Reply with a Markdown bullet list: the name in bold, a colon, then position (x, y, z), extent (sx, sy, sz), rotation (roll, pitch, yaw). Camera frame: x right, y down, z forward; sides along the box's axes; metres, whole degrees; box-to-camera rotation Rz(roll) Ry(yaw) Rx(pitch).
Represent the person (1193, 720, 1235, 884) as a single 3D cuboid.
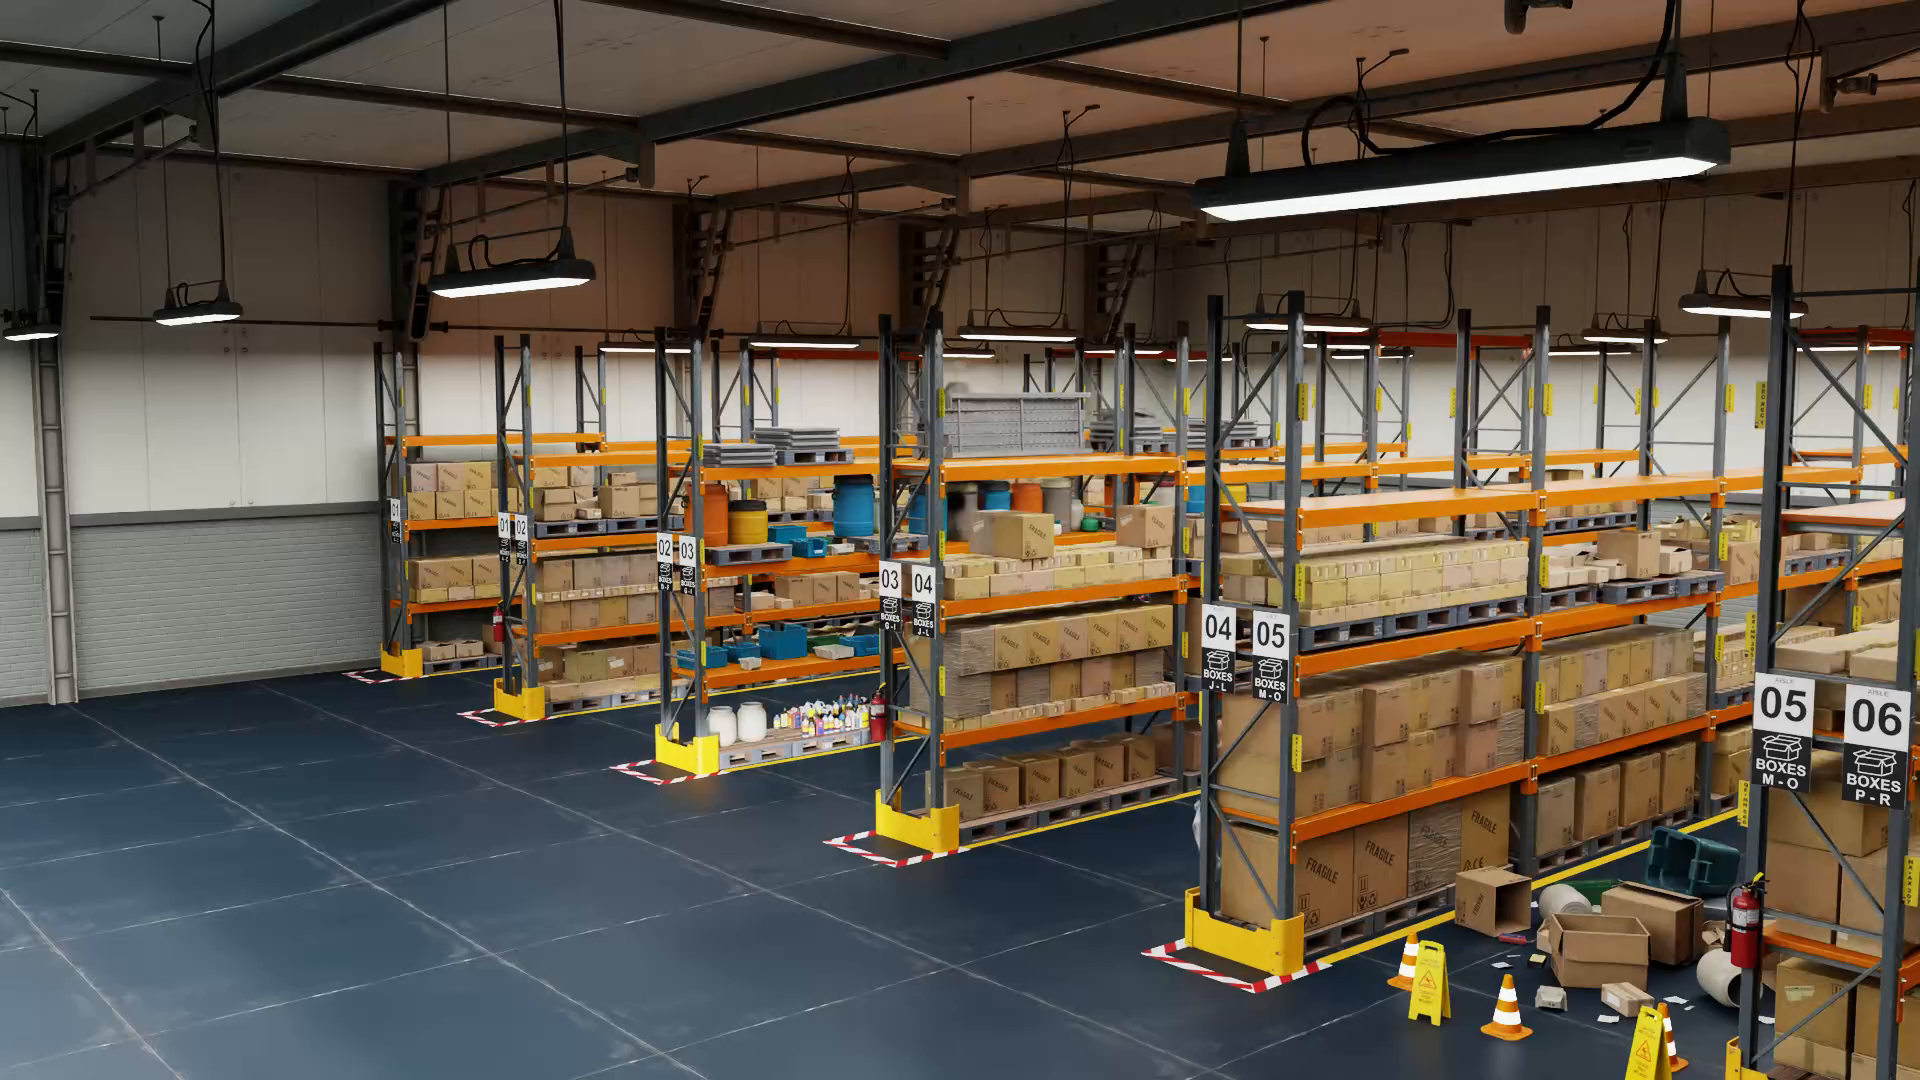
- **person**: position (2.777, 2.724, 17.352), extent (0.680, 1.776, 1.017), rotation (5, 7, 42)
